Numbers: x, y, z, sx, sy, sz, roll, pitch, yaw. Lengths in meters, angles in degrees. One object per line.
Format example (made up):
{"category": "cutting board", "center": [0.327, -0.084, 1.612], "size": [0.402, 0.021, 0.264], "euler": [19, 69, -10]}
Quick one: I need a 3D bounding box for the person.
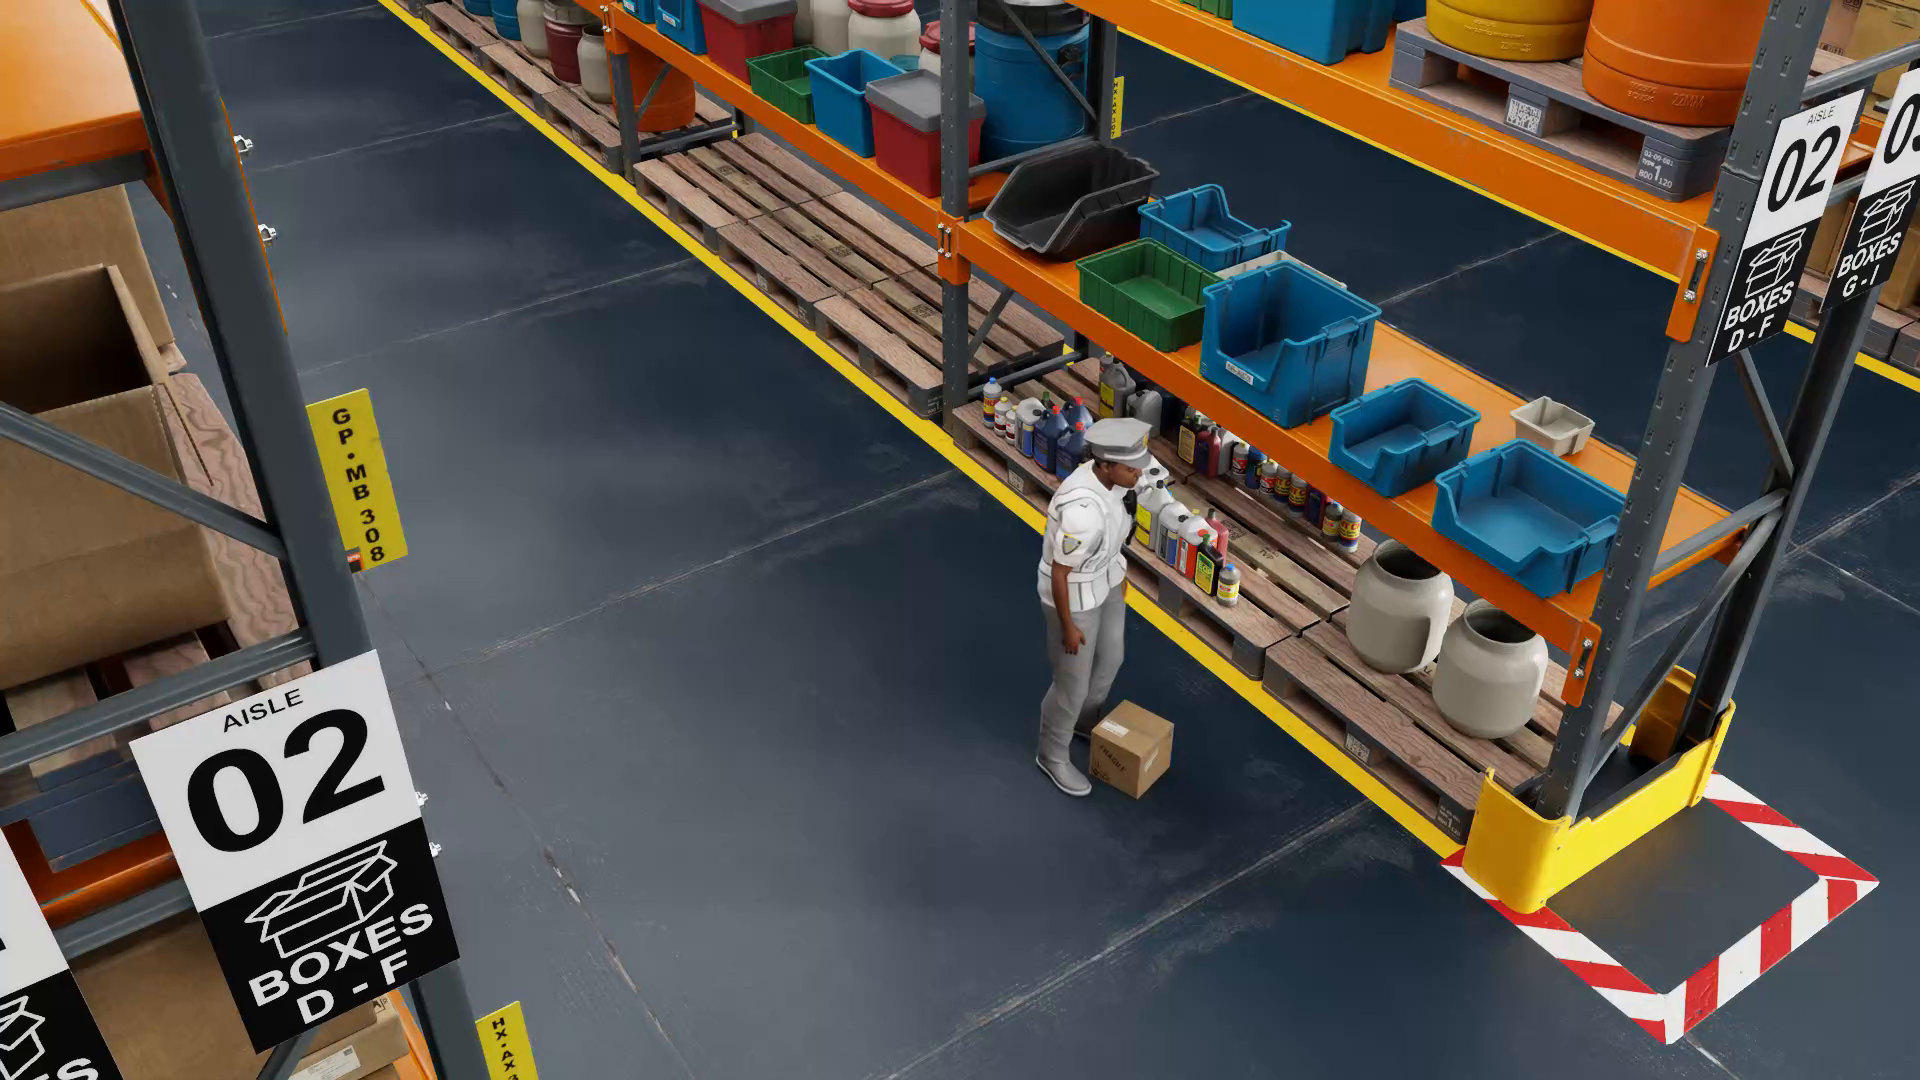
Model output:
{"category": "person", "center": [0.519, 0.240, 6.678], "size": [0.396, 1.659, 0.533], "euler": [21, 42, 26]}
